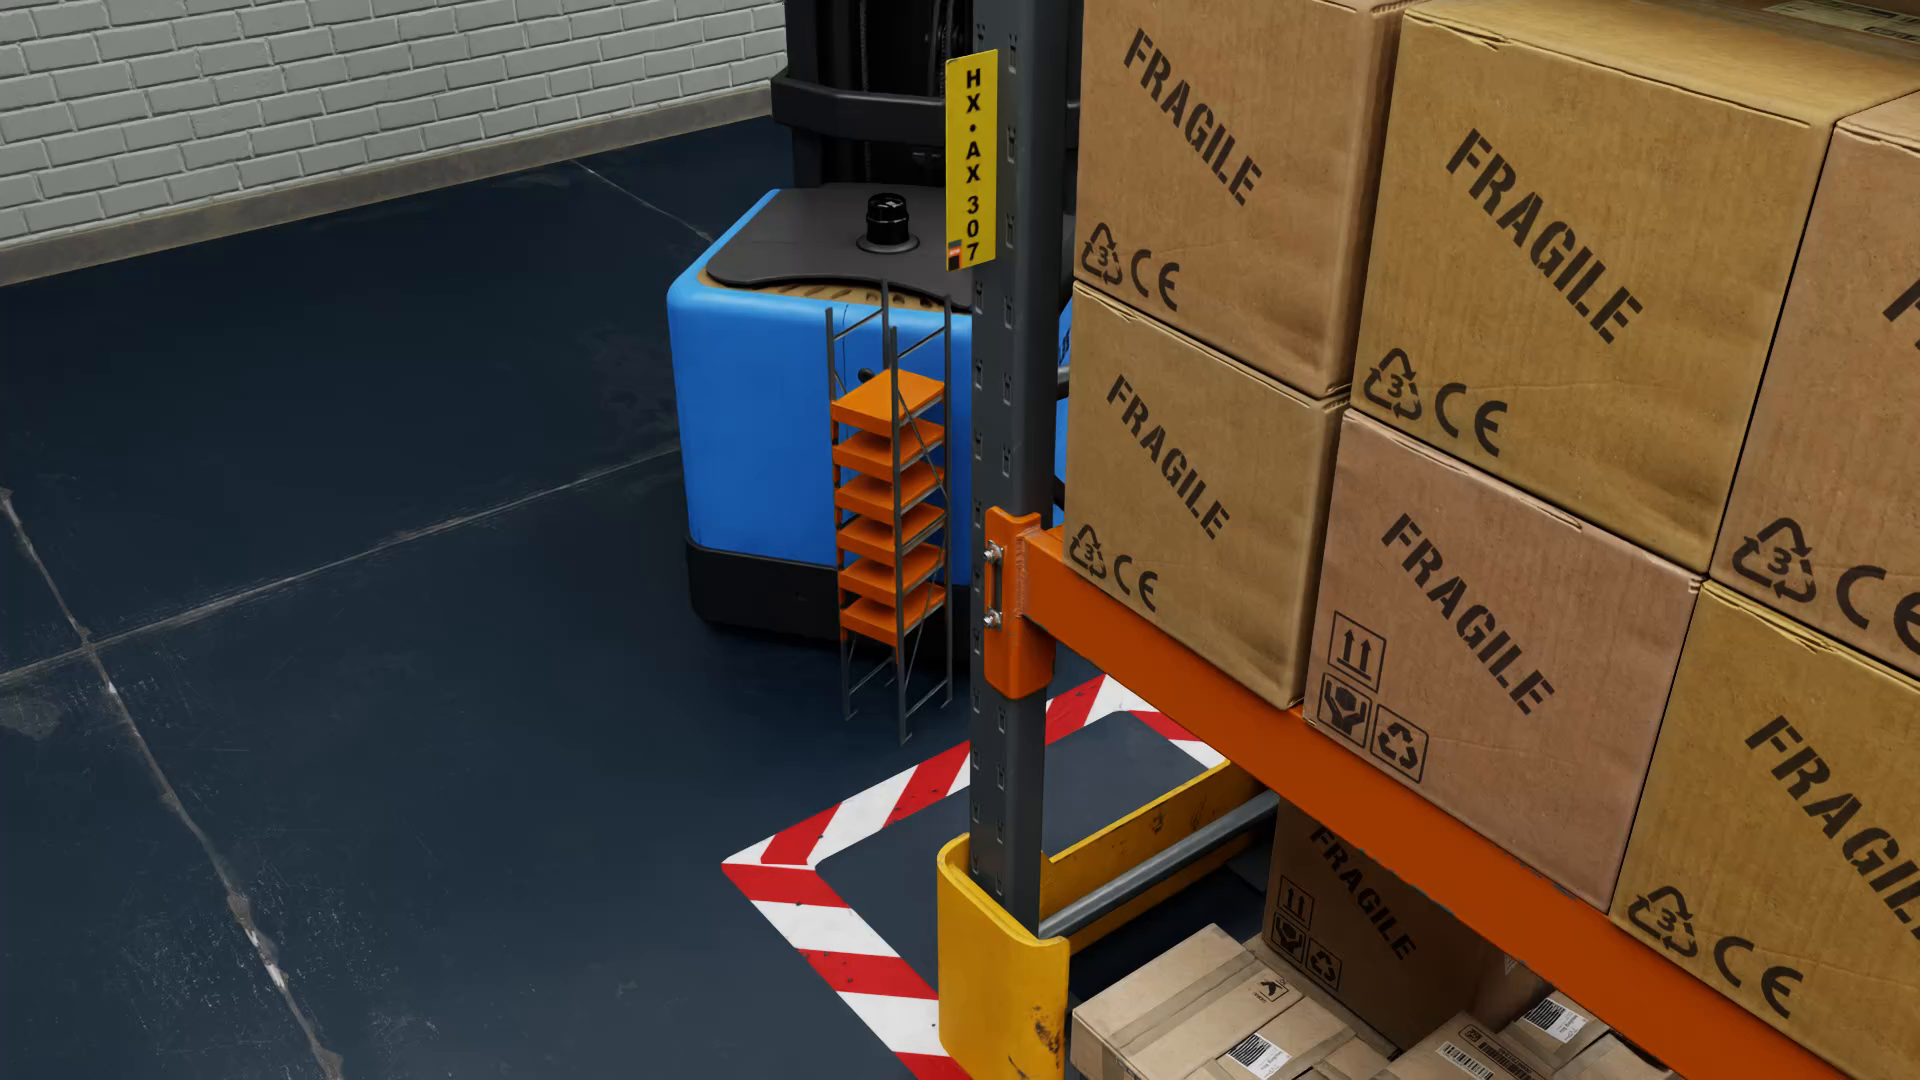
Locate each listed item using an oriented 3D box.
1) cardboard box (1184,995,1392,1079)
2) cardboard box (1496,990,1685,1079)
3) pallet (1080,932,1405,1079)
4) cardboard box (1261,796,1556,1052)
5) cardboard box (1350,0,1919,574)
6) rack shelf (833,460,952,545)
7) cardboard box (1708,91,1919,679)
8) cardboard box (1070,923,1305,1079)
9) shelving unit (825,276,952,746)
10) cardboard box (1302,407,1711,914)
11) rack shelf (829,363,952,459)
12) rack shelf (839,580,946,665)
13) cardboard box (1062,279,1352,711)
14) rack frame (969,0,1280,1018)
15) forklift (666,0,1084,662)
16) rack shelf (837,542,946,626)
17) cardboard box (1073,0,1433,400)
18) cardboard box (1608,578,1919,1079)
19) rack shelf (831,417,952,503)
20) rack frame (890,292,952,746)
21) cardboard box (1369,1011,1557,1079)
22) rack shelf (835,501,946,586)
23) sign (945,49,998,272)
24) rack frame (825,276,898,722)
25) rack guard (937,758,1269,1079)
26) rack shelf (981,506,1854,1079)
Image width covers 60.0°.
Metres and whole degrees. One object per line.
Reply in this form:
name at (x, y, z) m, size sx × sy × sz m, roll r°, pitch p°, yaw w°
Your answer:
cardboard box at (0.587, 1.033, 3.012) m, size 0.380 × 0.166 × 0.250 m, roll -22°, pitch 38°, yaw -31°
cardboard box at (1.154, 0.988, 3.085) m, size 0.380 × 0.166 × 0.250 m, roll -22°, pitch 38°, yaw -31°
pallet at (0.985, 1.175, 3.159) m, size 1.003 × 0.211 × 1.213 m, roll -22°, pitch 38°, yaw -31°
cardboard box at (0.977, 0.648, 3.316) m, size 0.500 × 0.500 × 0.500 m, roll -22°, pitch 38°, yaw -31°
cardboard box at (0.839, -0.355, 1.937) m, size 0.500 × 0.500 × 0.500 m, roll -22°, pitch 38°, yaw -31°
rack shelf at (-0.166, -0.111, 4.148) m, size 0.180 × 0.103 × 0.258 m, roll 19°, pitch 37°, yaw 28°
cardboard box at (1.142, -0.145, 1.598) m, size 0.500 × 0.500 × 0.500 m, roll -22°, pitch 38°, yaw -31°
cardboard box at (0.434, 0.936, 3.185) m, size 0.380 × 0.149 × 0.250 m, roll -22°, pitch 38°, yaw -31°
shelving unit at (-0.166, -0.047, 4.188) m, size 0.189 × 1.200 × 0.258 m, roll 19°, pitch 37°, yaw 28°
cardboard box at (0.833, 0.067, 2.204) m, size 0.500 × 0.500 × 0.500 m, roll -23°, pitch 38°, yaw -32°
rack shelf at (-0.166, -0.315, 4.022) m, size 0.180 × 0.103 × 0.258 m, roll 19°, pitch 37°, yaw 28°
rack shelf at (-0.166, 0.195, 4.338) m, size 0.180 × 0.103 × 0.258 m, roll 19°, pitch 37°, yaw 28°
cardboard box at (0.512, -0.146, 2.547) m, size 0.500 × 0.500 × 0.500 m, roll -21°, pitch 38°, yaw -30°
rack frame at (0.449, -0.374, 3.009) m, size 1.000 × 3.000 × 0.127 m, roll -22°, pitch 38°, yaw -31°
forklift at (0.098, -1.665, 5.153) m, size 1.130 × 2.935 × 3.031 m, roll 8°, pitch 33°, yaw 13°
rack shelf at (-0.166, 0.093, 4.275) m, size 0.180 × 0.103 × 0.258 m, roll 19°, pitch 37°, yaw 28°
cardboard box at (0.512, -0.571, 2.283) m, size 0.500 × 0.500 × 0.500 m, roll -21°, pitch 38°, yaw -30°
cardboard box at (1.138, 0.278, 1.865) m, size 0.500 × 0.500 × 0.500 m, roll -22°, pitch 38°, yaw -32°
rack shelf at (-0.166, -0.213, 4.085) m, size 0.180 × 0.103 × 0.258 m, roll 19°, pitch 37°, yaw 28°
rack frame at (-0.090, -0.020, 4.145) m, size 0.006 × 1.200 × 0.240 m, roll 19°, pitch 37°, yaw 28°
cardboard box at (0.865, 1.134, 2.770) m, size 0.500 × 0.250 × 0.500 m, roll -22°, pitch 38°, yaw -31°
rack shelf at (-0.166, -0.009, 4.211) m, size 0.180 × 0.103 × 0.258 m, roll 19°, pitch 37°, yaw 28°
sign at (0.020, -0.566, 2.497) m, size 0.100 × 0.325 × 0.005 m, roll -22°, pitch 38°, yaw -31°
rack frame at (-0.242, -0.073, 4.231) m, size 0.006 × 1.200 × 0.240 m, roll 19°, pitch 37°, yaw 28°
rack guard at (0.495, 0.720, 3.617) m, size 1.175 × 0.500 × 0.348 m, roll -22°, pitch 38°, yaw -31°
rack shelf at (1.675, 0.765, 1.856) m, size 1.077 × 0.370 × 4.000 m, roll -22°, pitch 38°, yaw -31°
